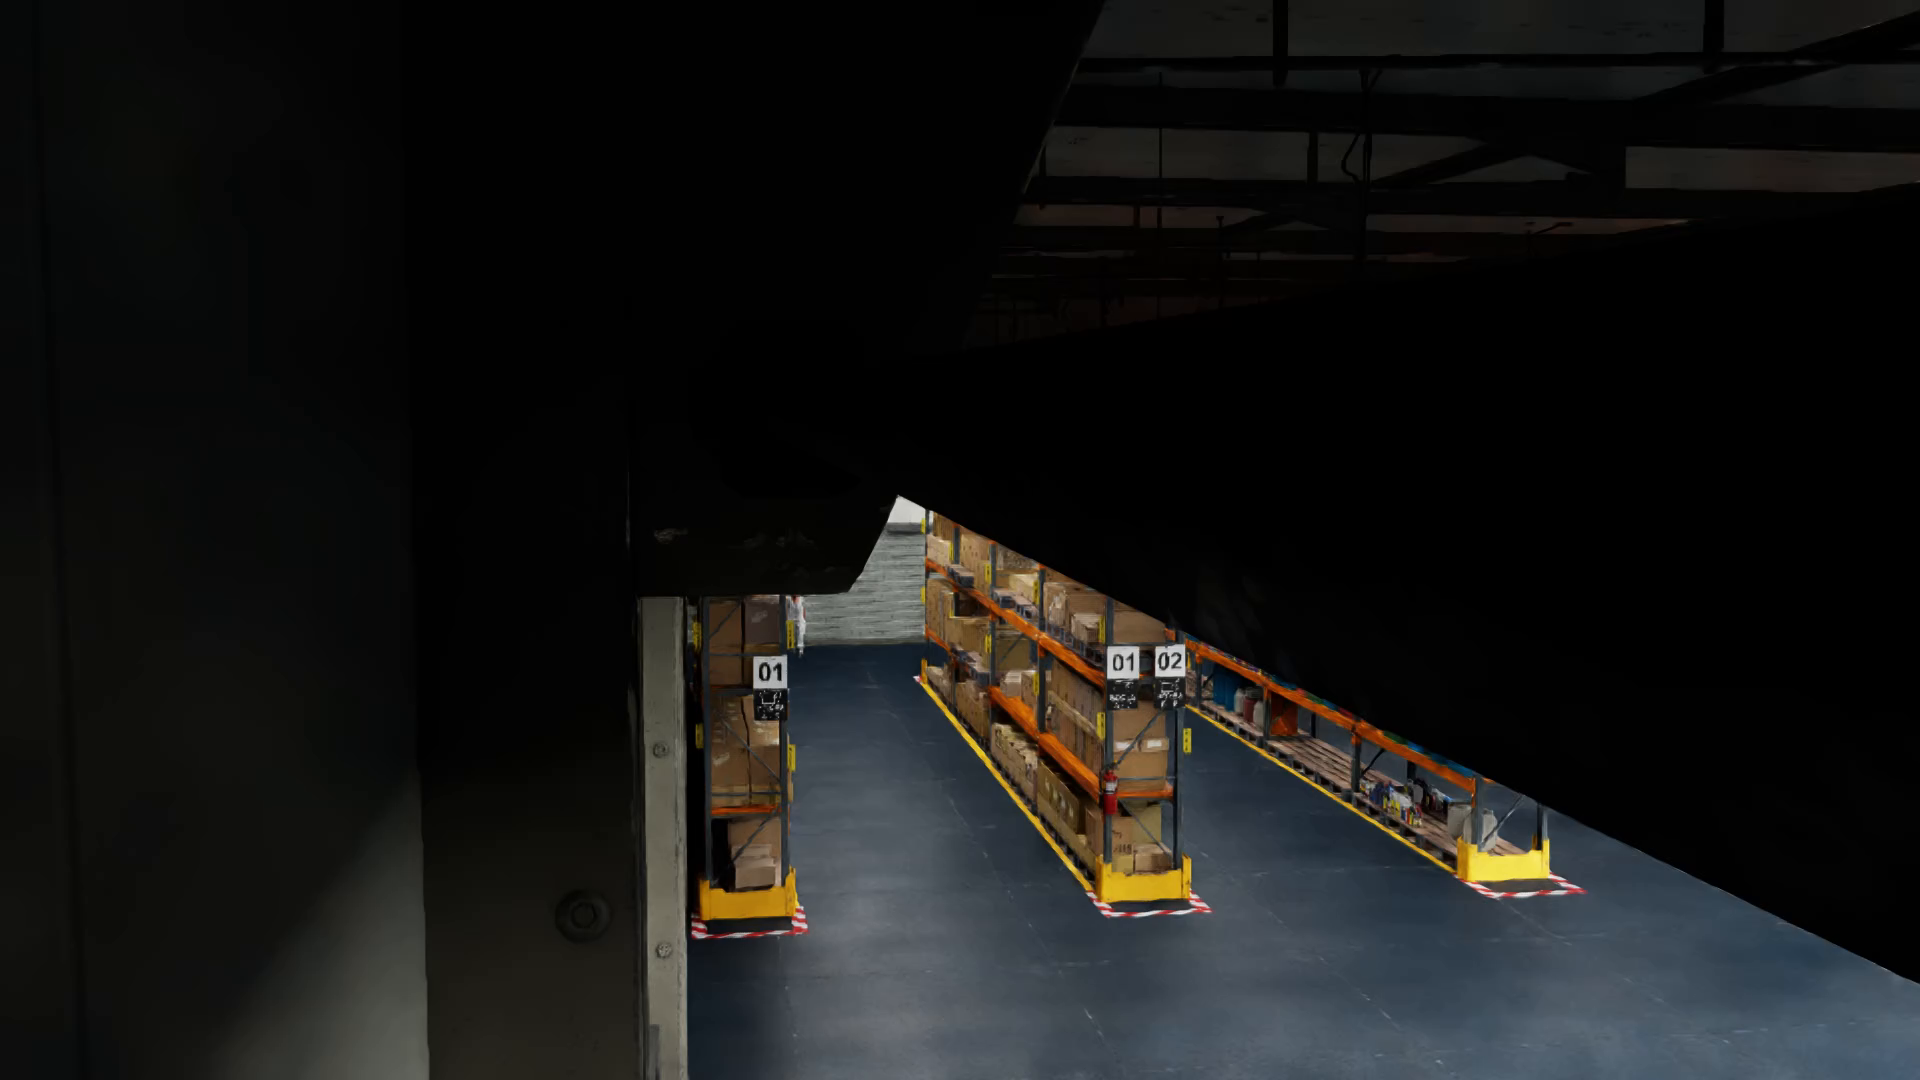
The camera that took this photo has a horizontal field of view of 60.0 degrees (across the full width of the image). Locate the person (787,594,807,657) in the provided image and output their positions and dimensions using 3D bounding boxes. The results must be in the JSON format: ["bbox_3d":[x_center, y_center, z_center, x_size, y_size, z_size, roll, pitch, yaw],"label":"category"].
[{"bbox_3d":[-3.969,1.927,40.069,0.553,1.683,1.123,-1,5,-7],"label":"person"}]
